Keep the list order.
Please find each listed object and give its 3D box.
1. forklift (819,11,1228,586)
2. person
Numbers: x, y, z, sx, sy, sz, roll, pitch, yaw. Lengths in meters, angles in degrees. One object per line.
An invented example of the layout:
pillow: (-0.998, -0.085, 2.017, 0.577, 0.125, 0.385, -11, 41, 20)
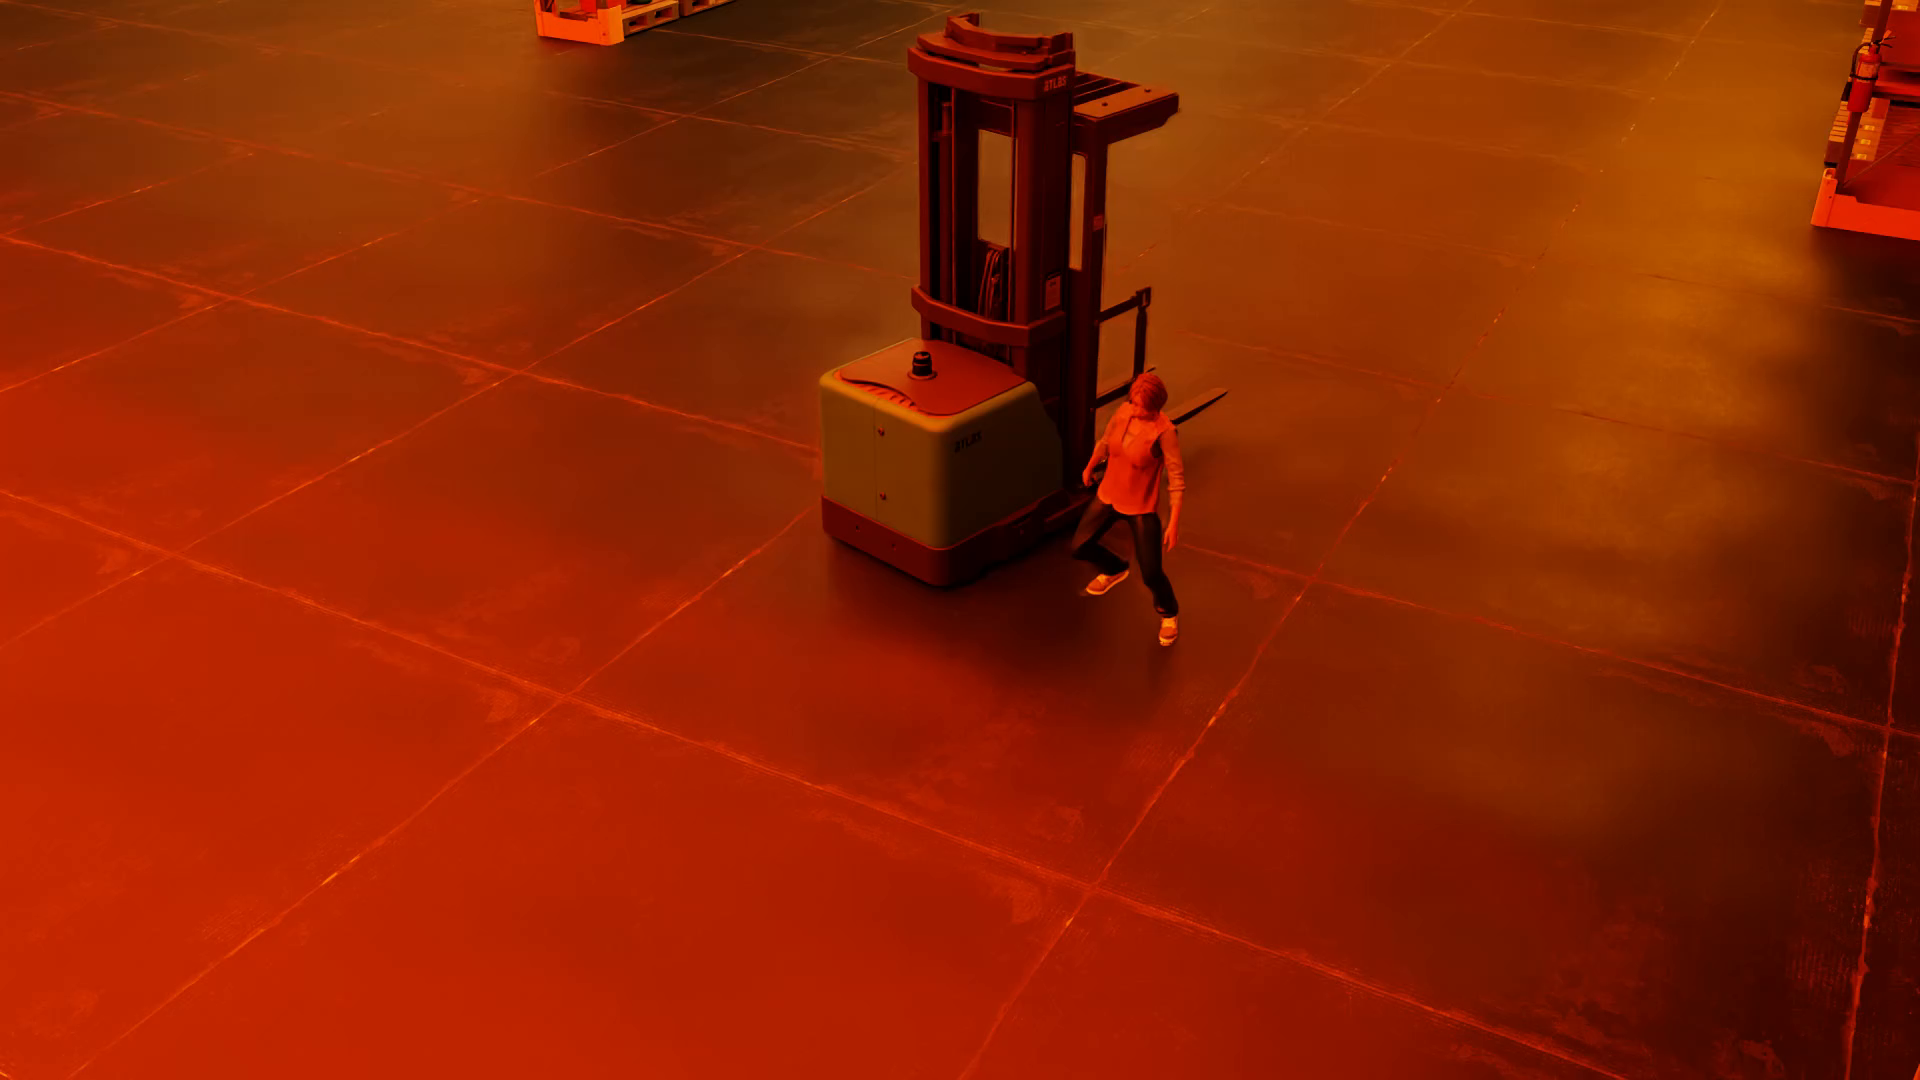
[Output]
forklift: (0.548, -1.657, 9.941, 1.130, 2.935, 3.031, 25, 38, 36)
person: (0.899, -0.211, 8.873, 0.445, 1.514, 0.763, -25, 38, -36)
